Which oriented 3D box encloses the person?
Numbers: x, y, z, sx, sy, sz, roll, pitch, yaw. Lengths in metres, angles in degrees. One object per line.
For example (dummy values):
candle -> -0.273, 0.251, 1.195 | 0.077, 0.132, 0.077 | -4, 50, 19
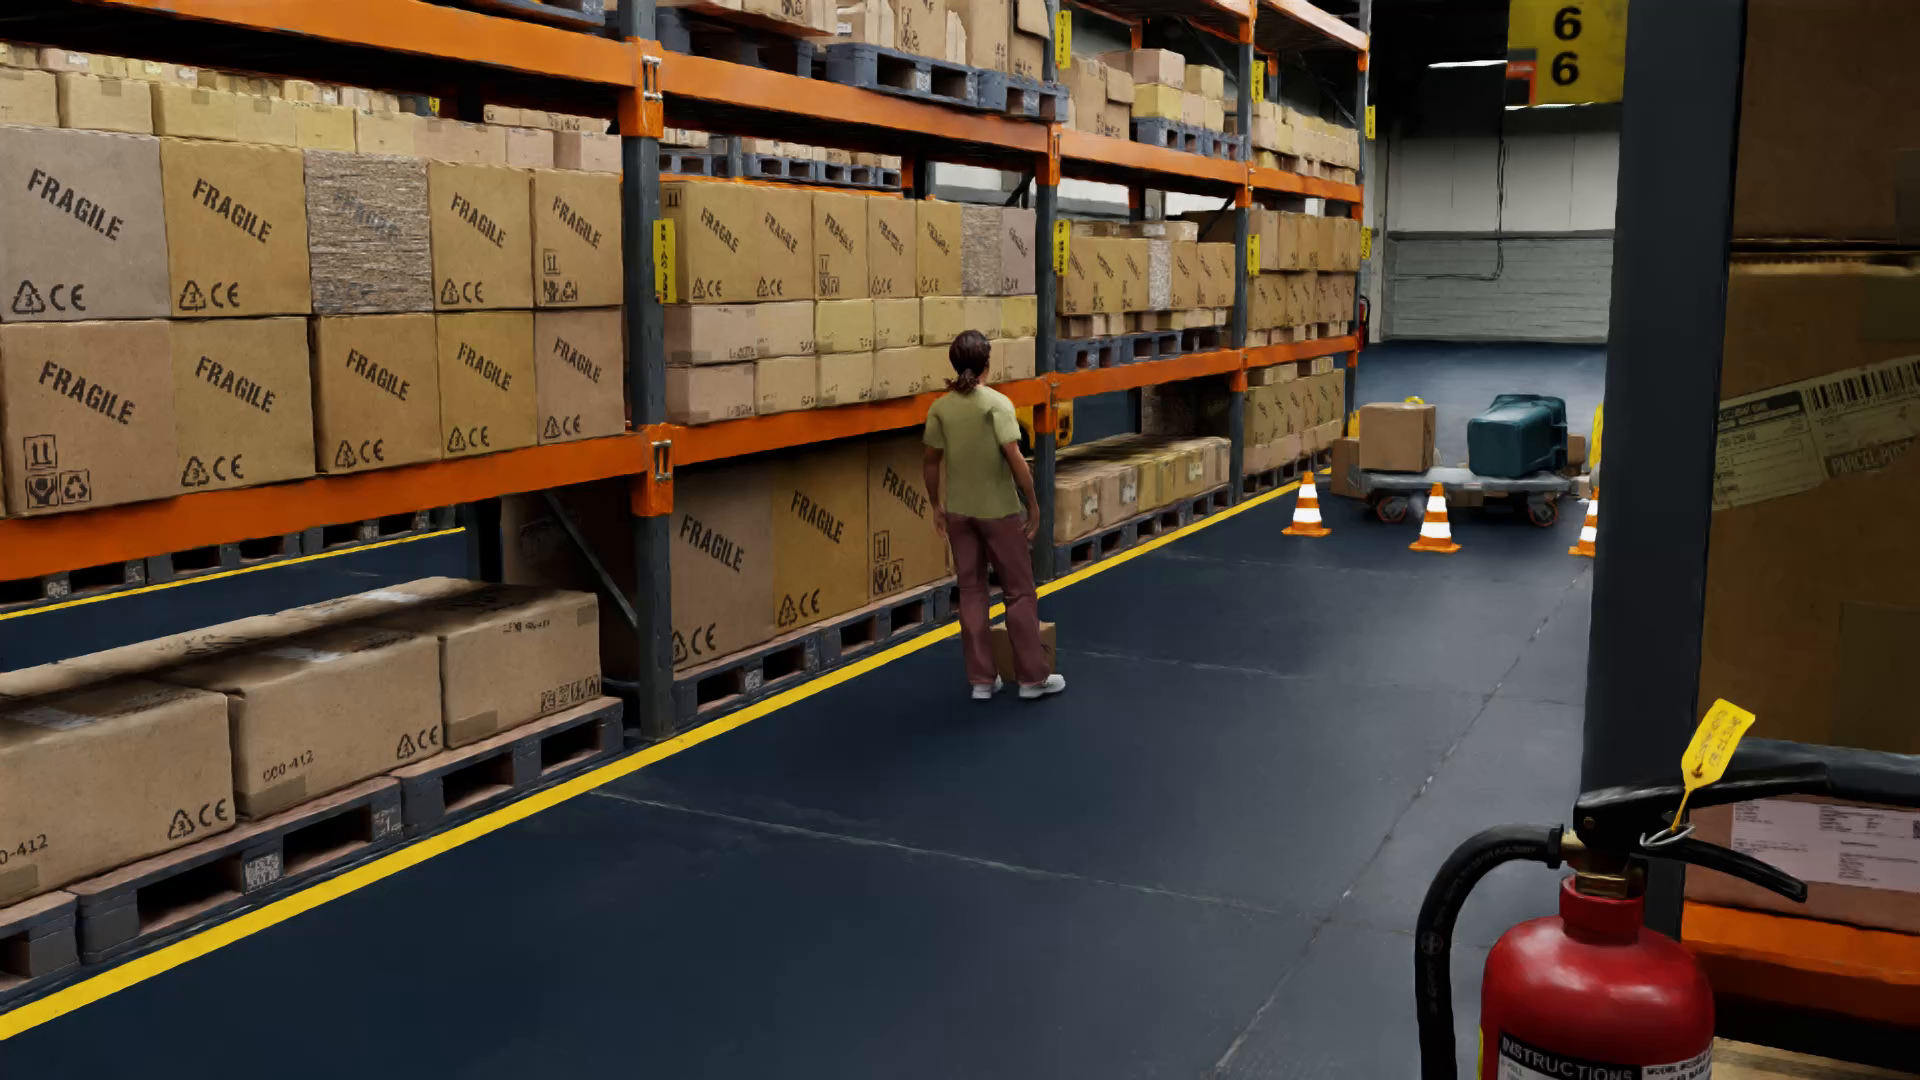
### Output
person -> 0.140, -0.102, 7.538 | 0.556, 1.646, 0.550 | 5, 10, 27
